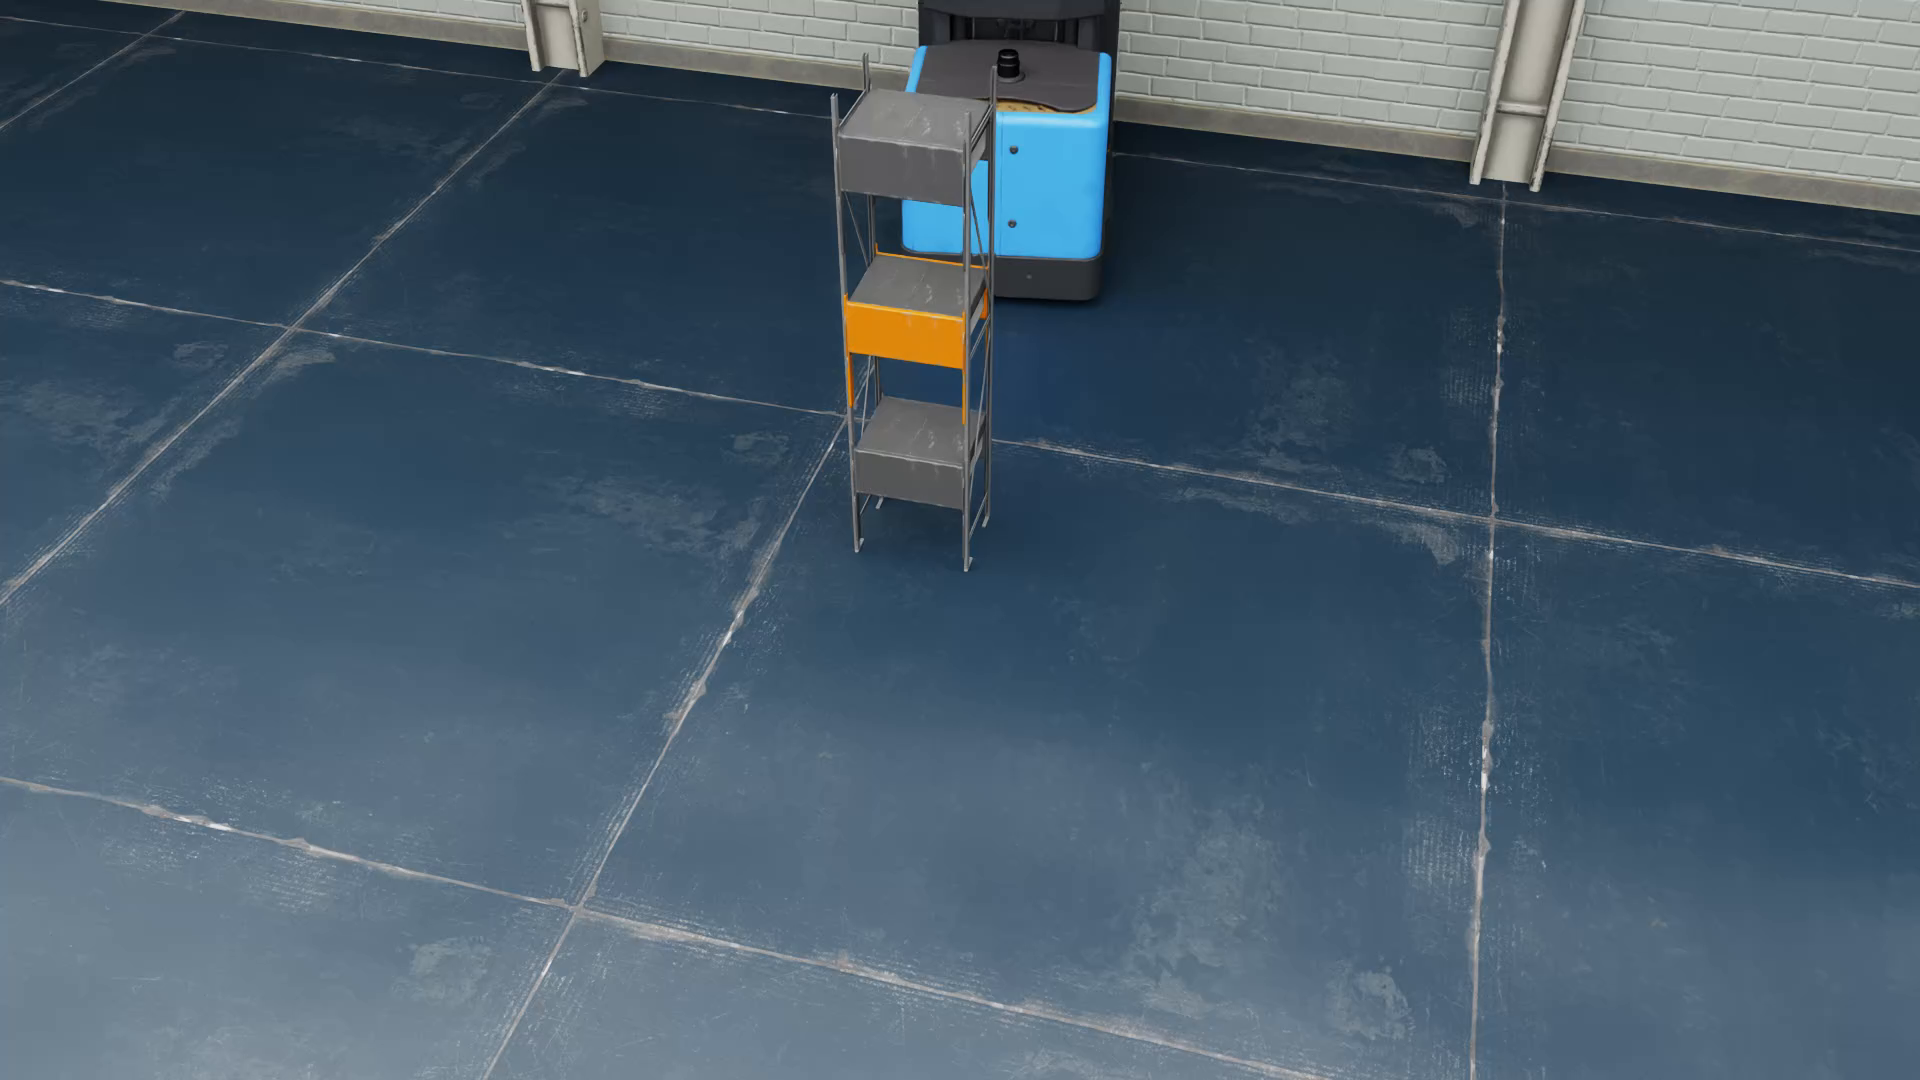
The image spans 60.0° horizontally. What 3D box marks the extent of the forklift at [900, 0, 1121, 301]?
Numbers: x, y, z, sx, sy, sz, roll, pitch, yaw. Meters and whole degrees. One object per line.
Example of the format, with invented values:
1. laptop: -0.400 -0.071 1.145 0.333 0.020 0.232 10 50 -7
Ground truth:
1. forklift: 0.341 -3.302 8.902 1.130 2.935 3.031 3 40 4

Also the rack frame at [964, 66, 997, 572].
1. rack frame: 0.076 -0.791 6.559 0.015 2.100 0.400 10 41 11

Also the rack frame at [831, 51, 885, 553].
1. rack frame: -0.396 -0.872 6.656 0.015 2.100 0.400 10 41 11

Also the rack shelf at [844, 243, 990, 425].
1. rack shelf: -0.160 -0.821 6.616 0.480 0.518 0.431 10 41 11

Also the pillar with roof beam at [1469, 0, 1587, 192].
1. pillar with roof beam: 2.101 -2.922 3.732 0.400 9.000 9.100 10 41 11

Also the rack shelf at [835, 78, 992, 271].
1. rack shelf: -0.160 -1.357 6.166 0.480 0.518 0.431 10 41 11

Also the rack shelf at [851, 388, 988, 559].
1. rack shelf: -0.160 -0.285 7.066 0.480 0.518 0.431 10 41 11

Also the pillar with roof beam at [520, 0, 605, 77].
1. pillar with roof beam: -3.695 -3.919 4.920 0.400 9.000 9.100 10 41 11

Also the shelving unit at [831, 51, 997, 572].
1. shelving unit: -0.160 -0.832 6.608 0.503 2.100 0.431 10 41 11
